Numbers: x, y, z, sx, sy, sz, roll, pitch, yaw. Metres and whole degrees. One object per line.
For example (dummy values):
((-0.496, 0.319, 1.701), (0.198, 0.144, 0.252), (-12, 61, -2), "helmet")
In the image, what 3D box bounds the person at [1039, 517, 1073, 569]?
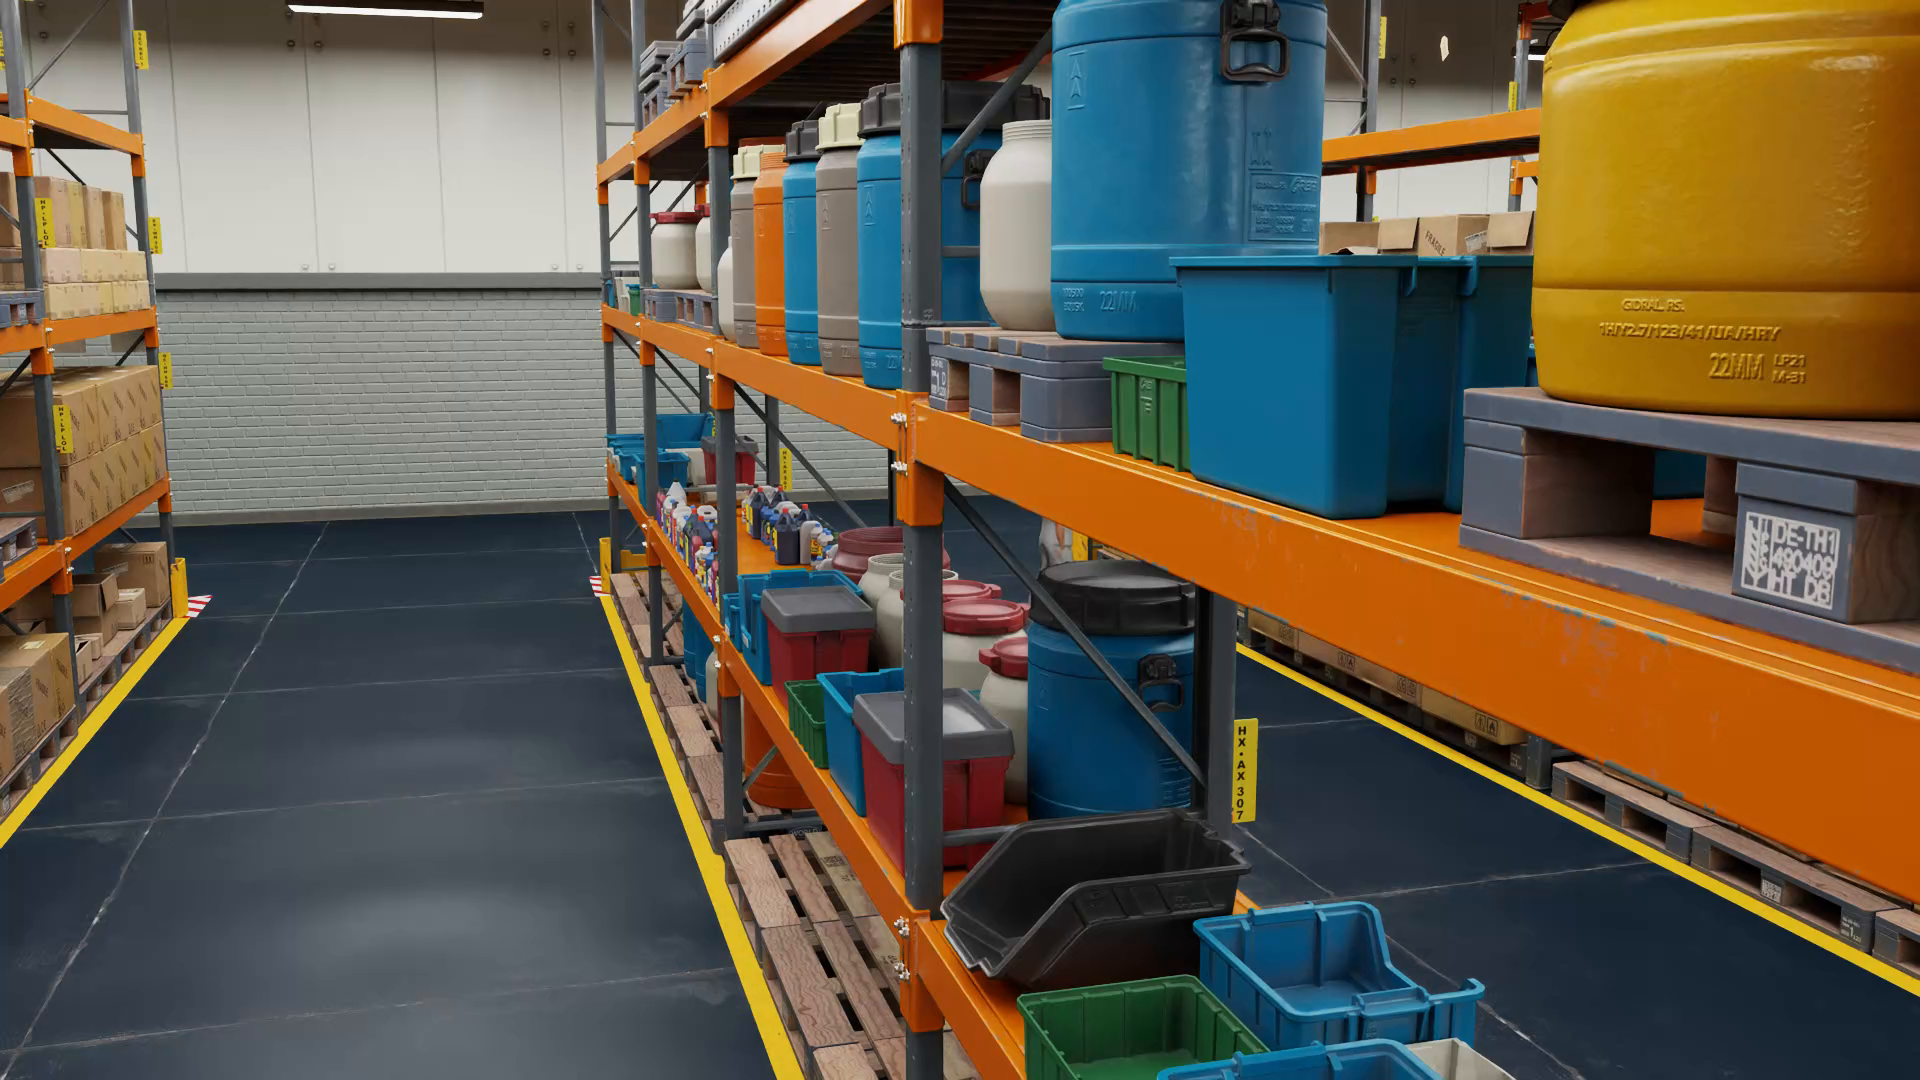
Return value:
((0.801, 0.052, 14.104), (0.372, 1.672, 0.437), (-2, 10, -15), "person")
